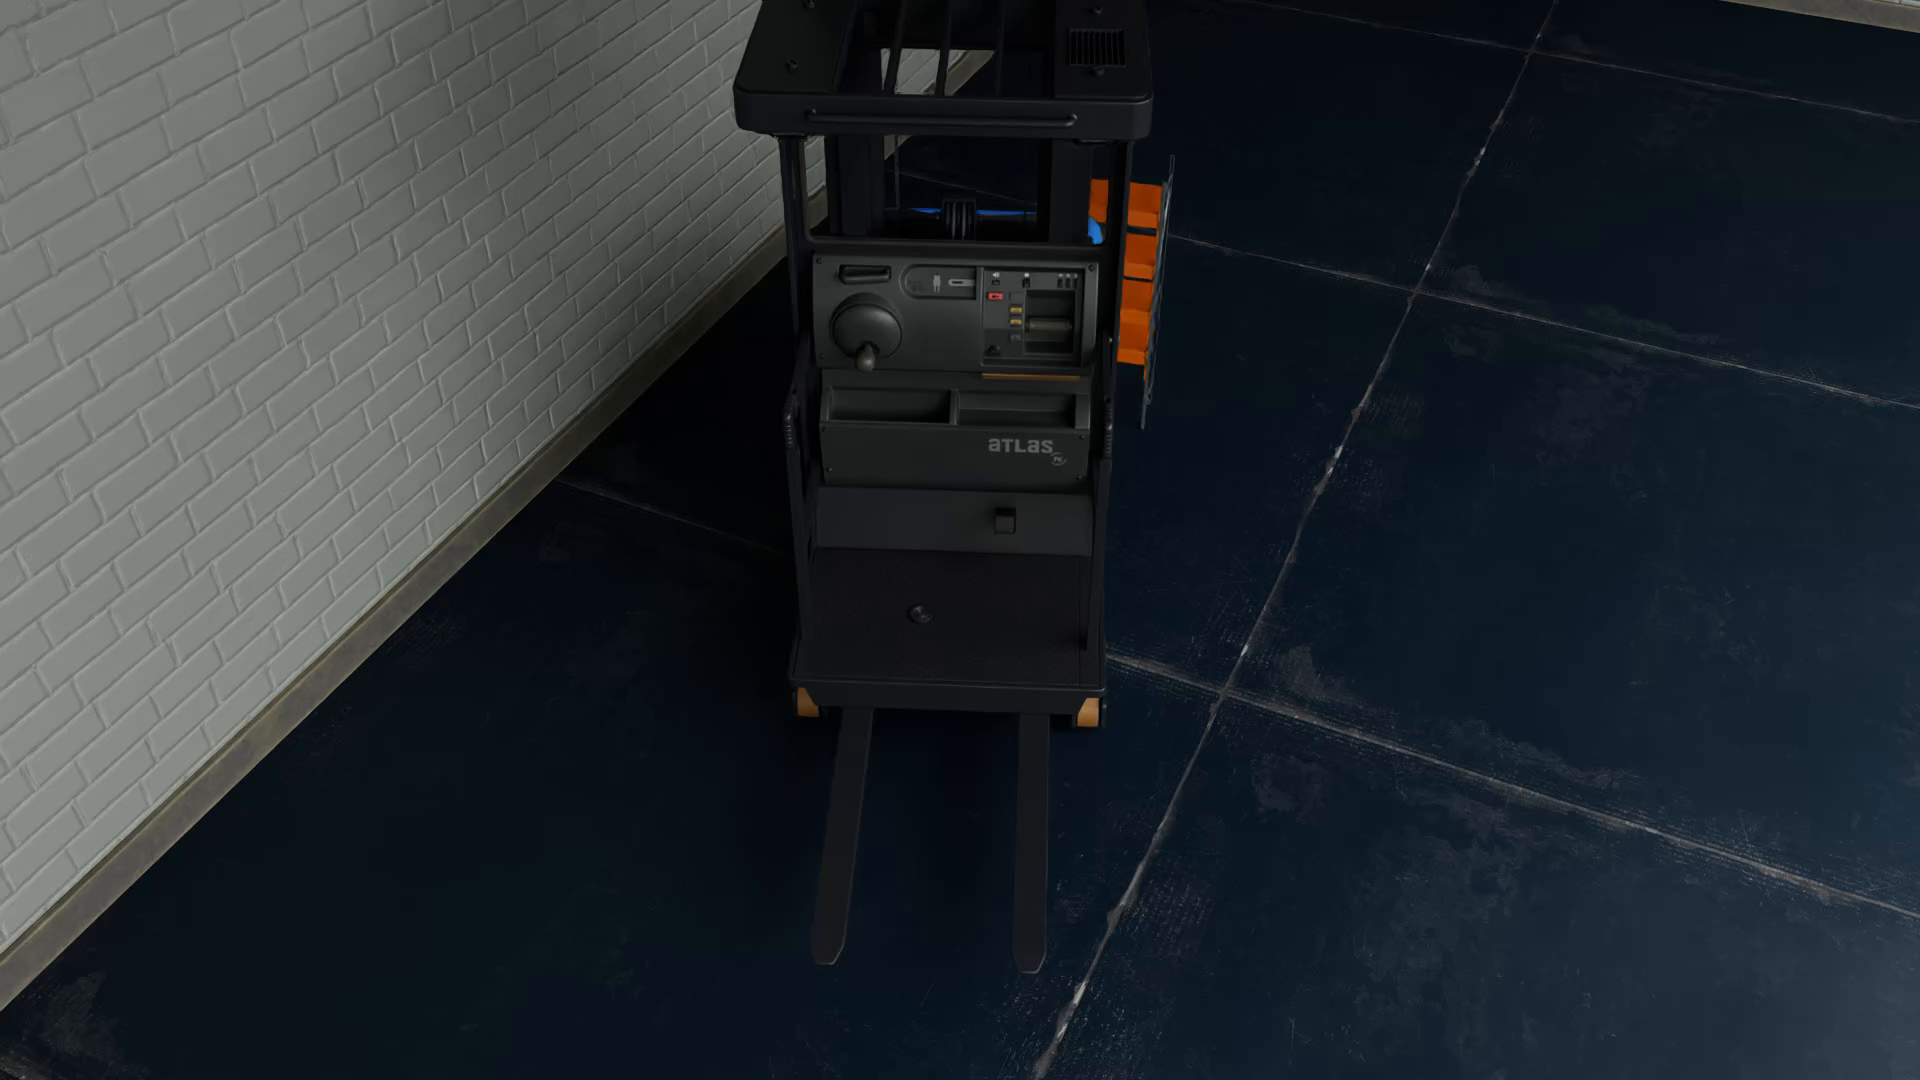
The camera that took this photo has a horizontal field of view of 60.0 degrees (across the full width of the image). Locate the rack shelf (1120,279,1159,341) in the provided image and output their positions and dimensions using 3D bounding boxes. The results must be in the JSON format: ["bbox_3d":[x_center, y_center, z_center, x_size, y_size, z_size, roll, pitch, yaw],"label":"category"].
[{"bbox_3d":[0.592,-1.008,7.097,0.480,0.148,0.258,9,41,10],"label":"rack shelf"}]

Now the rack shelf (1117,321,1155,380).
[{"bbox_3d":[0.592,-0.856,7.225,0.480,0.148,0.258,9,41,10],"label":"rack shelf"}]

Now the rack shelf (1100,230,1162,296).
[{"bbox_3d":[0.593,-1.179,6.952,0.480,0.148,0.258,9,41,10],"label":"rack shelf"}]

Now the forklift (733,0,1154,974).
[{"bbox_3d":[-0.025,-0.657,5.270,1.130,2.935,3.031,2,41,2],"label":"forklift"}]

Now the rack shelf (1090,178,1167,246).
[{"bbox_3d":[0.594,-1.359,6.800,0.480,0.148,0.258,9,41,10],"label":"rack shelf"}]

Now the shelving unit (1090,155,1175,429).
[{"bbox_3d":[0.593,-1.059,7.054,0.503,1.200,0.258,9,41,10],"label":"shelving unit"}]

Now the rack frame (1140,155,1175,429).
[{"bbox_3d":[0.830,-1.021,7.010,0.015,1.200,0.240,9,41,10],"label":"rack frame"}]
